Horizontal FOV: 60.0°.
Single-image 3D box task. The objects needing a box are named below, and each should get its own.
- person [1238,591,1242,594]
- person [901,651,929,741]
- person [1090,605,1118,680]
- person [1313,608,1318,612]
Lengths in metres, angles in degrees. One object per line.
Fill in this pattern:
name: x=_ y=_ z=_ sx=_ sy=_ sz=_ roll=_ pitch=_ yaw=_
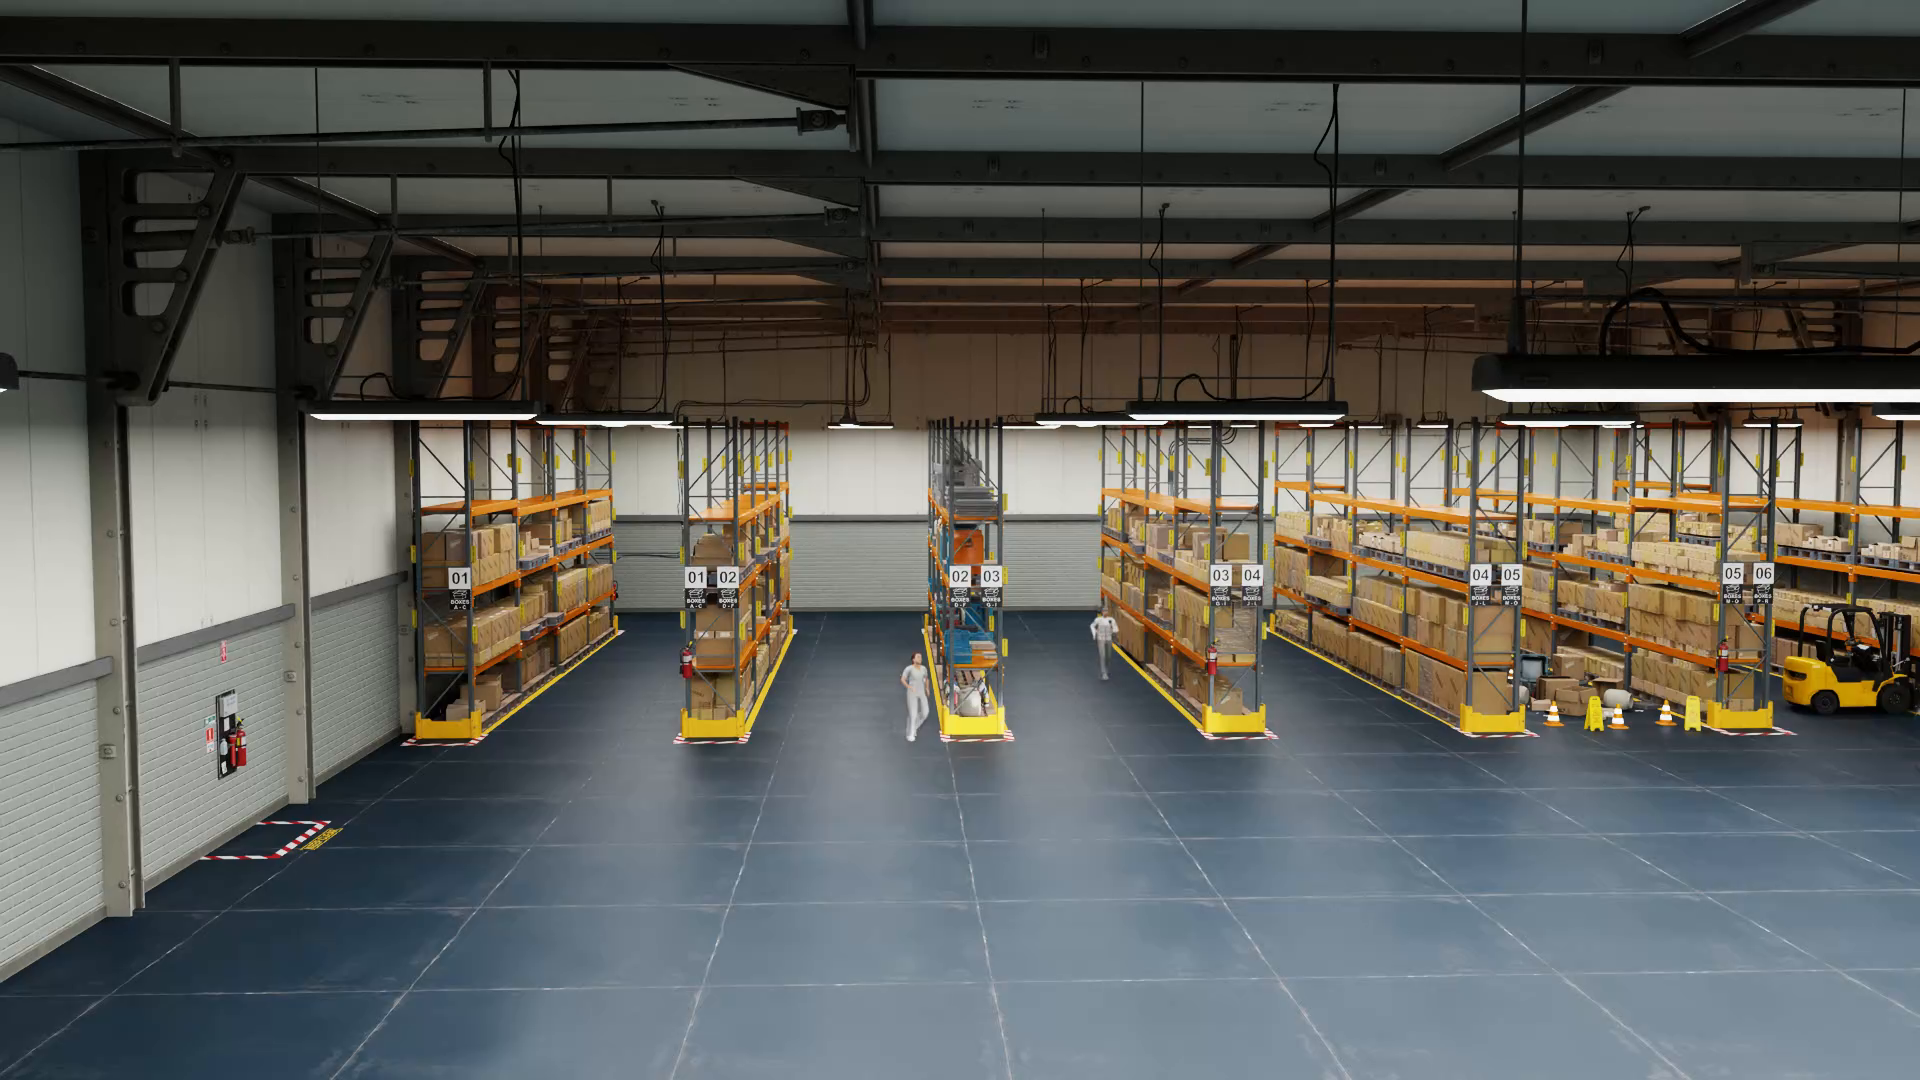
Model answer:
person: x=8.384 y=1.730 z=48.764 sx=0.600 sy=1.634 sz=0.735 roll=-3 pitch=5 yaw=-35
person: x=-0.781 y=2.896 z=30.855 sx=0.591 sy=1.645 sz=0.494 roll=-2 pitch=4 yaw=-26
person: x=3.364 y=2.340 z=38.550 sx=0.611 sy=1.681 sz=0.914 roll=0 pitch=4 yaw=-6
person: x=10.634 y=1.616 z=48.801 sx=1.002 sy=1.773 sz=0.659 roll=0 pitch=4 yaw=-5
